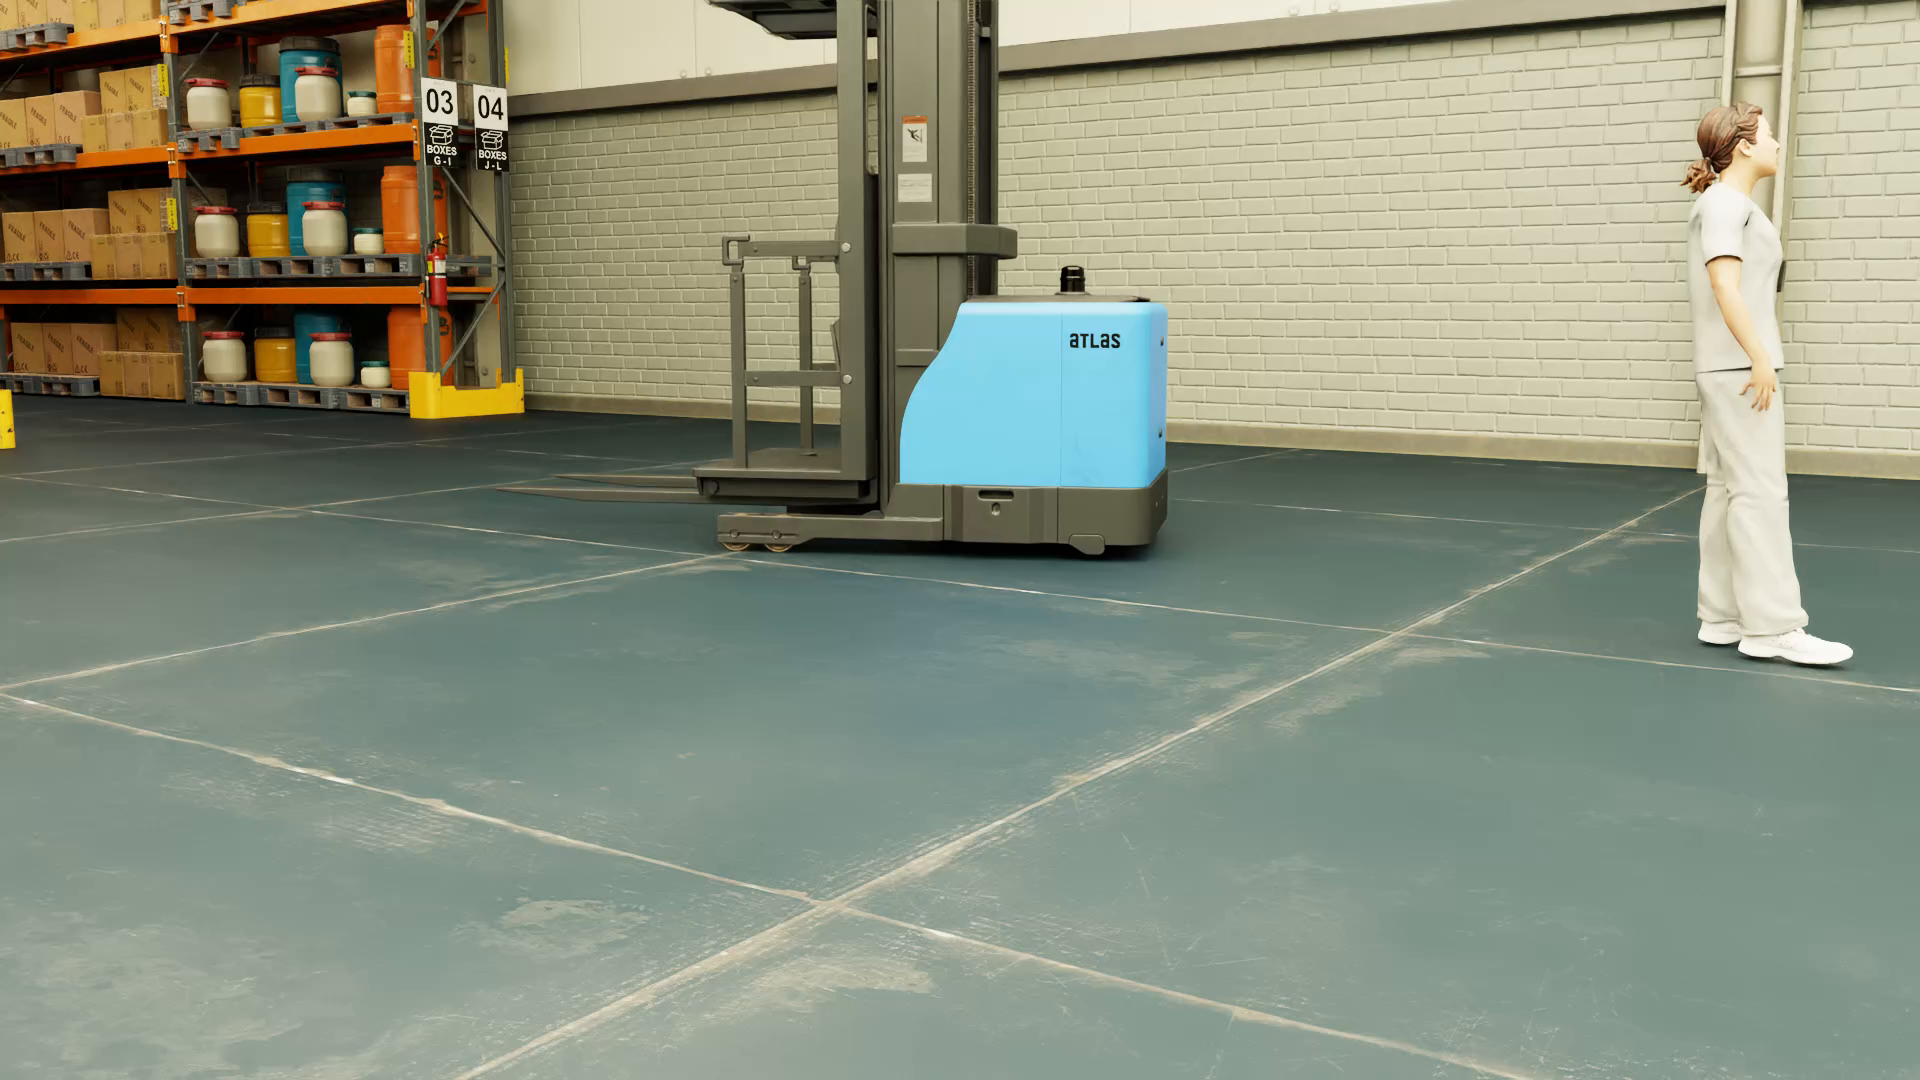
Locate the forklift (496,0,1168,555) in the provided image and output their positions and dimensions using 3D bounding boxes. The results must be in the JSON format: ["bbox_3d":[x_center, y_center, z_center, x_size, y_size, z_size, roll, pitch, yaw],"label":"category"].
[{"bbox_3d":[-0.596,-1.469,7.520,3.031,2.935,1.130,2,8,12],"label":"forklift"}]

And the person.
[{"bbox_3d":[2.471,-0.499,5.112,0.550,1.676,0.550,3,9,23],"label":"person"}]
